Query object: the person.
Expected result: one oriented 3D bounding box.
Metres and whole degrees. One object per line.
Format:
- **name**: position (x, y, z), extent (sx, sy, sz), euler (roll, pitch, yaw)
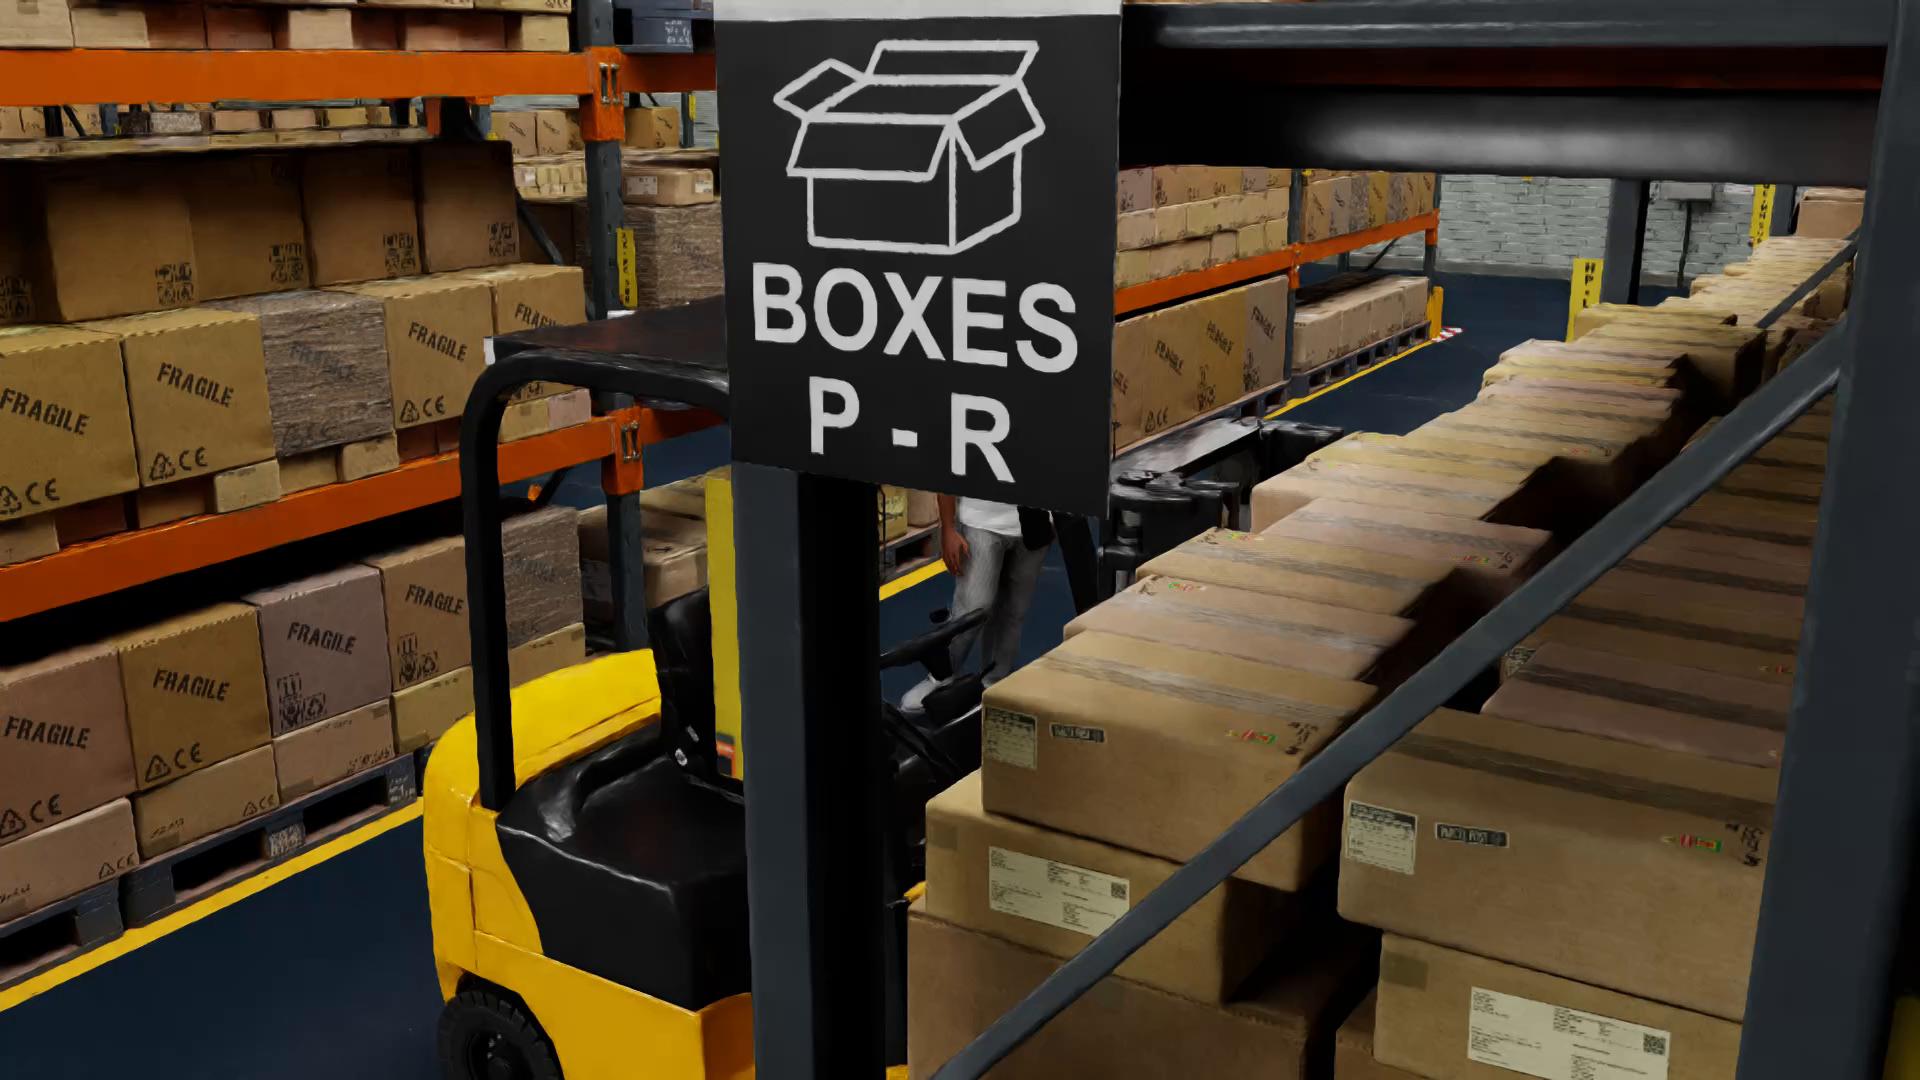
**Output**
- **person**: position (0.113, -0.069, 6.991), extent (0.730, 1.756, 0.451), euler (-8, 18, -26)
